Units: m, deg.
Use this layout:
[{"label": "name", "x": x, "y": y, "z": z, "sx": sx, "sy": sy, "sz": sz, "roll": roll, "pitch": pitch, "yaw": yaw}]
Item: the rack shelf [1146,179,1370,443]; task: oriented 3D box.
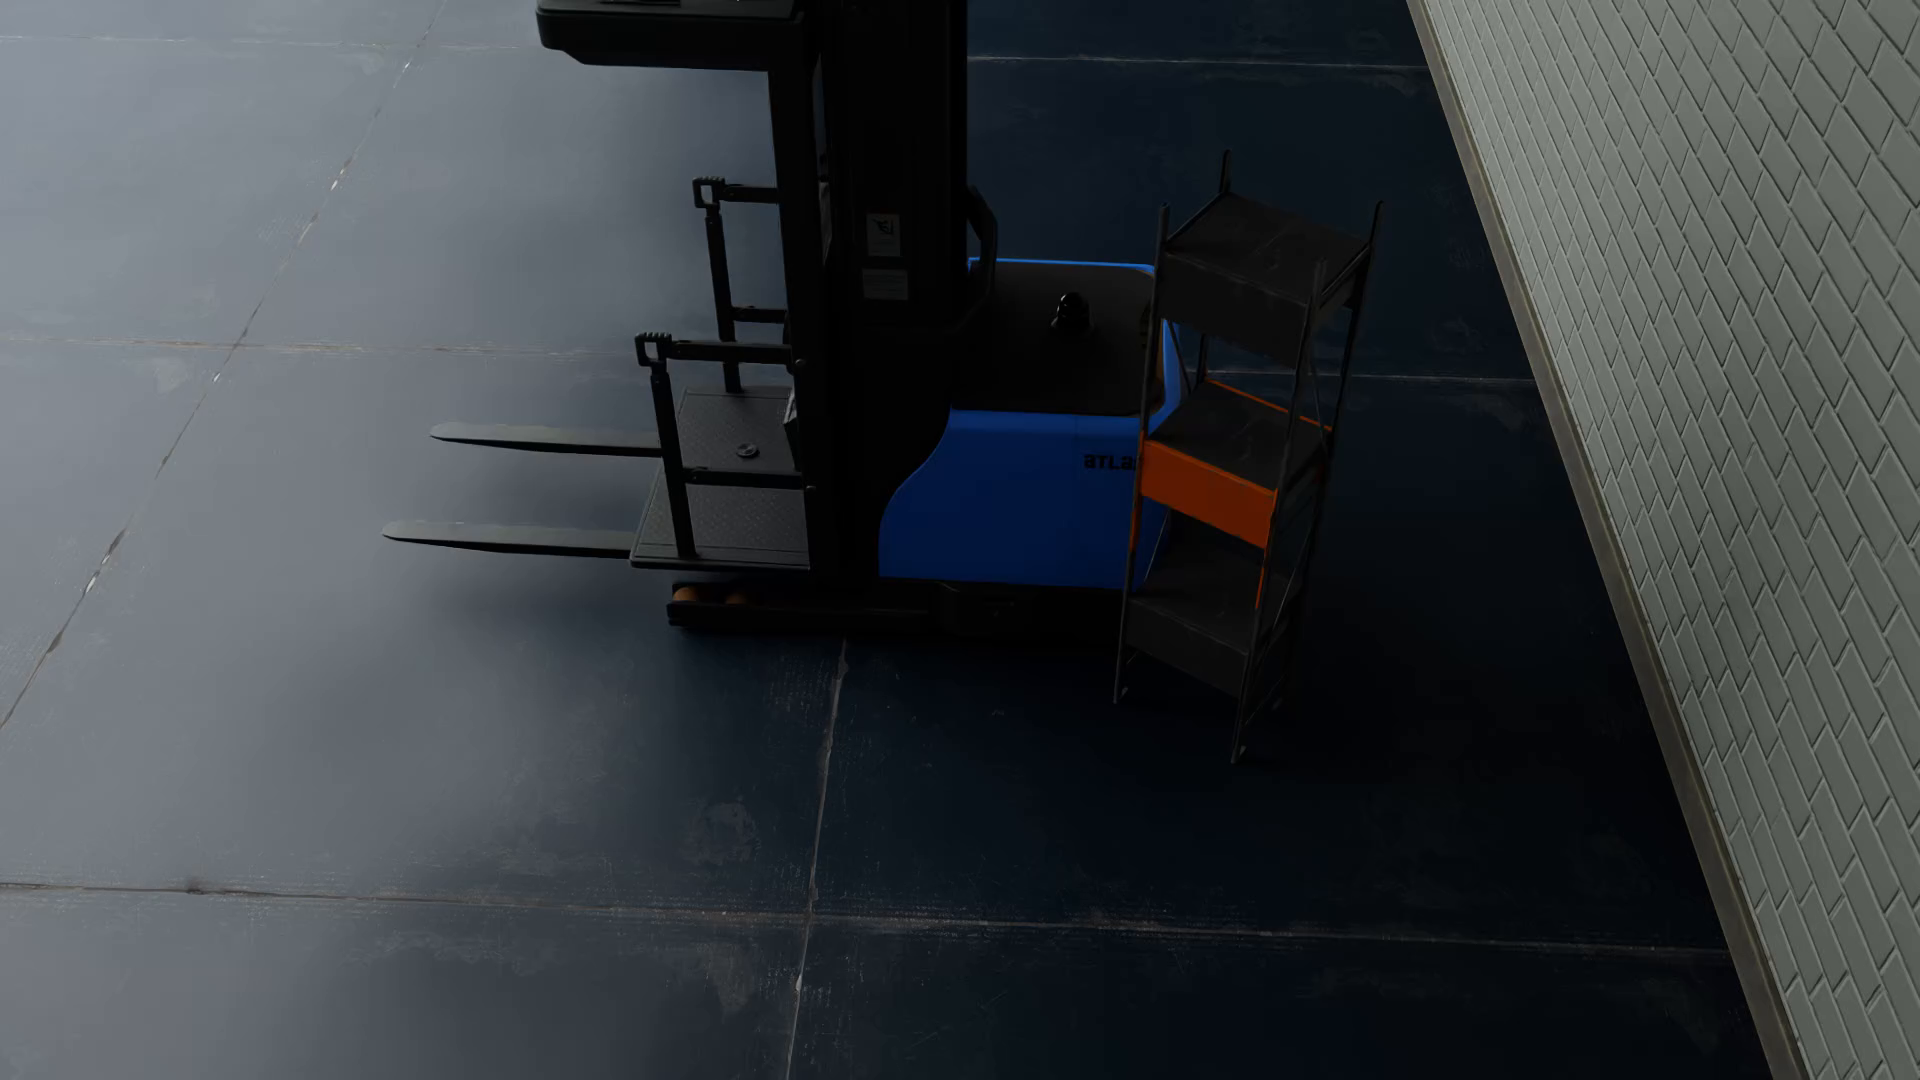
[{"label": "rack shelf", "x": 0.883, "y": -0.683, "z": 4.936, "sx": 0.480, "sy": 0.518, "sz": 0.431, "roll": 26, "pitch": 49, "yaw": 25}]

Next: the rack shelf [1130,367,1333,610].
[{"label": "rack shelf", "x": 0.883, "y": -0.171, "z": 5.413, "sx": 0.480, "sy": 0.518, "sz": 0.431, "roll": 26, "pitch": 49, "yaw": 25}]

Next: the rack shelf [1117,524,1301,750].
[{"label": "rack shelf", "x": 0.883, "y": 0.341, "z": 5.890, "sx": 0.480, "sy": 0.518, "sz": 0.431, "roll": 26, "pitch": 49, "yaw": 25}]

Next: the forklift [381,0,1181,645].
[{"label": "forklift", "x": -0.711, "y": -1.079, "z": 5.758, "sx": 3.031, "sy": 2.935, "sz": 1.130, "roll": 3, "pitch": 43, "yaw": 3}]

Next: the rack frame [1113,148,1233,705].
[{"label": "rack frame", "x": 0.684, "y": -0.278, "z": 5.508, "sx": 0.015, "sy": 2.100, "sz": 0.400, "roll": 26, "pitch": 49, "yaw": 25}]

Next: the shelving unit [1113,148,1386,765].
[{"label": "shelving unit", "x": 0.883, "y": -0.181, "z": 5.404, "sx": 0.503, "sy": 2.100, "sz": 0.431, "roll": 26, "pitch": 49, "yaw": 25}]

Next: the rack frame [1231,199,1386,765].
[{"label": "rack frame", "x": 1.082, "y": -0.085, "z": 5.300, "sx": 0.015, "sy": 2.100, "sz": 0.400, "roll": 26, "pitch": 49, "yaw": 25}]
